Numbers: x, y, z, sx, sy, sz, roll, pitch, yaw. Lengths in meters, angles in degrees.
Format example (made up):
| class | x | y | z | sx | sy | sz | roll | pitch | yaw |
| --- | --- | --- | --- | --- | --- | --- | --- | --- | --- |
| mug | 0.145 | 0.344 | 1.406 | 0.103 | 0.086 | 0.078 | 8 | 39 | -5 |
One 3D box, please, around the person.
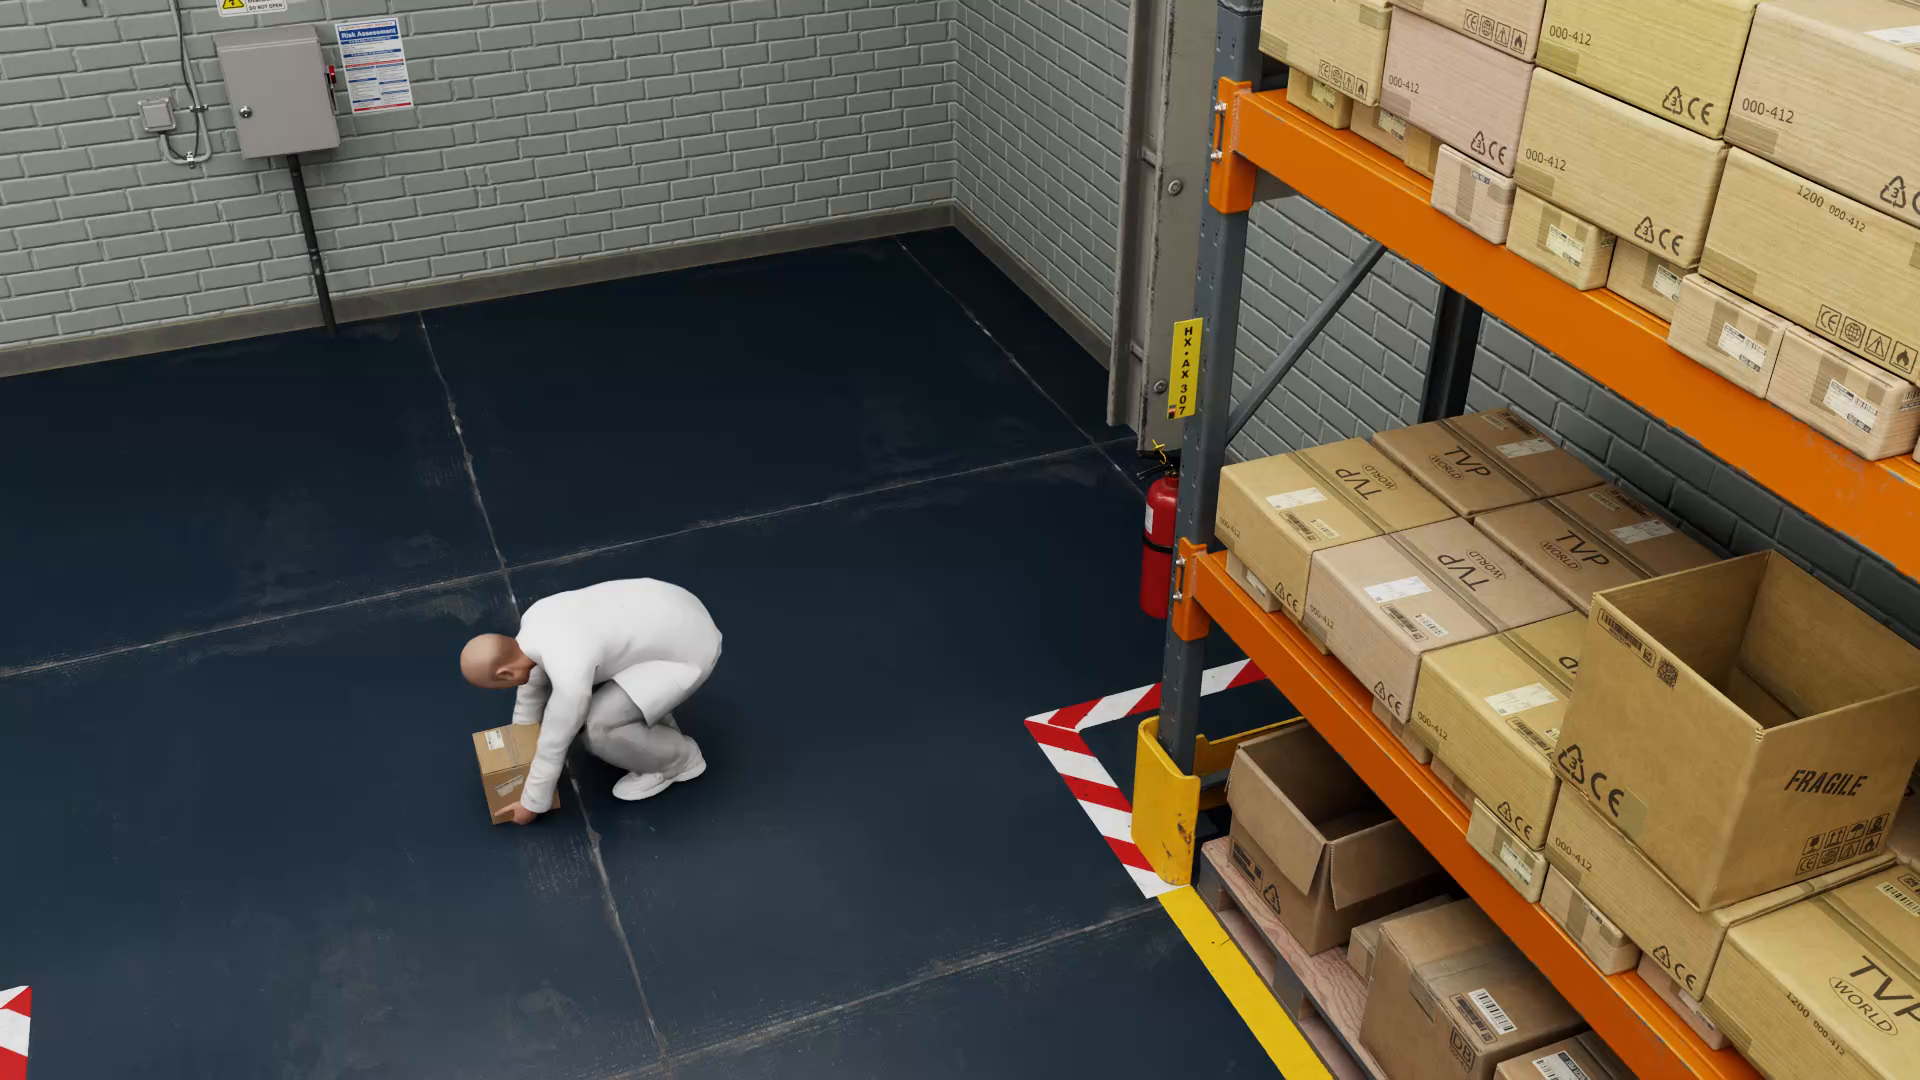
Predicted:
| class | x | y | z | sx | sy | sz | roll | pitch | yaw |
| --- | --- | --- | --- | --- | --- | --- | --- | --- | --- |
| person | -1.344 | 0.563 | 6.205 | 0.943 | 0.816 | 0.550 | -14 | 35 | -20 |
